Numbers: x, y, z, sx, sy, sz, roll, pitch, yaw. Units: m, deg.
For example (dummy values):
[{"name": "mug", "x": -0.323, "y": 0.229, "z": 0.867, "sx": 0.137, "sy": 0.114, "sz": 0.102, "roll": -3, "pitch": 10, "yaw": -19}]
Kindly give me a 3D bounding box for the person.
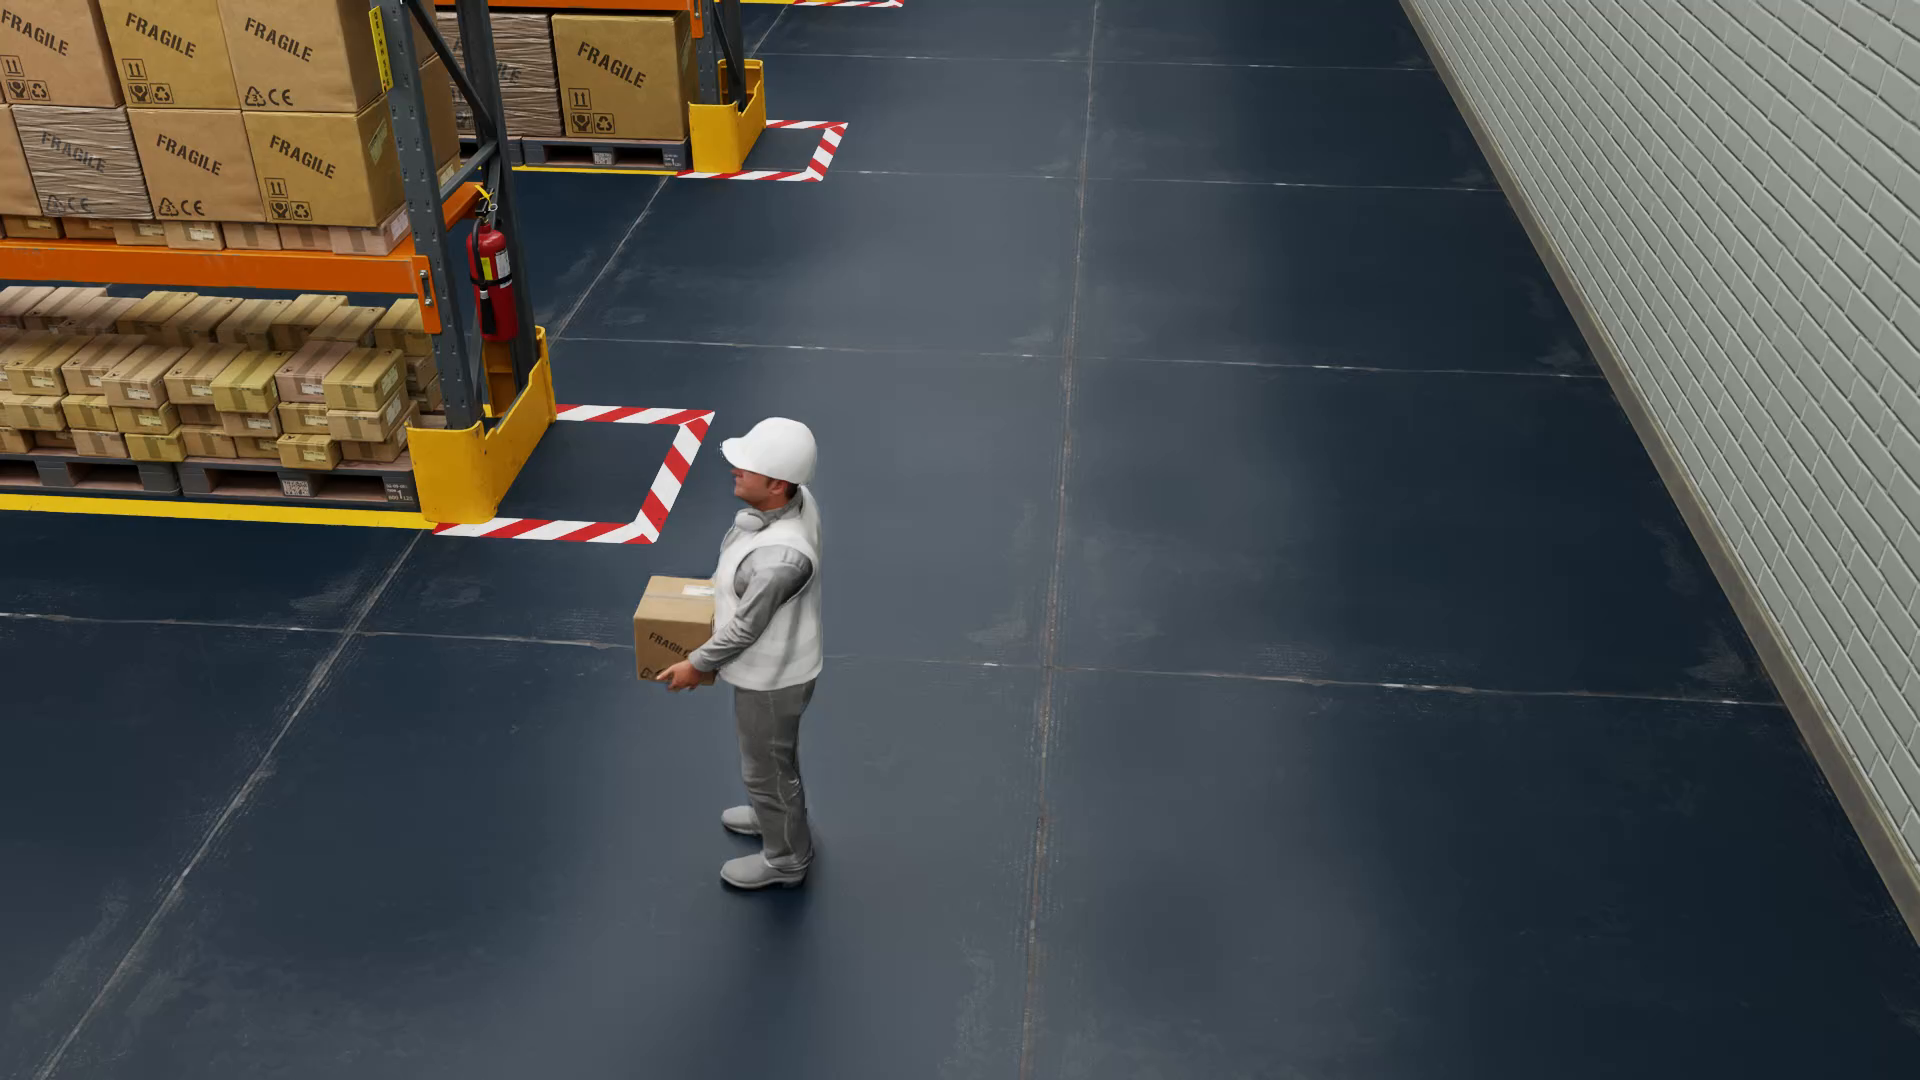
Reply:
[{"name": "person", "x": -0.710, "y": 0.390, "z": 5.477, "sx": 0.545, "sy": 1.775, "sz": 0.519, "roll": -2, "pitch": 32, "yaw": -4}]
